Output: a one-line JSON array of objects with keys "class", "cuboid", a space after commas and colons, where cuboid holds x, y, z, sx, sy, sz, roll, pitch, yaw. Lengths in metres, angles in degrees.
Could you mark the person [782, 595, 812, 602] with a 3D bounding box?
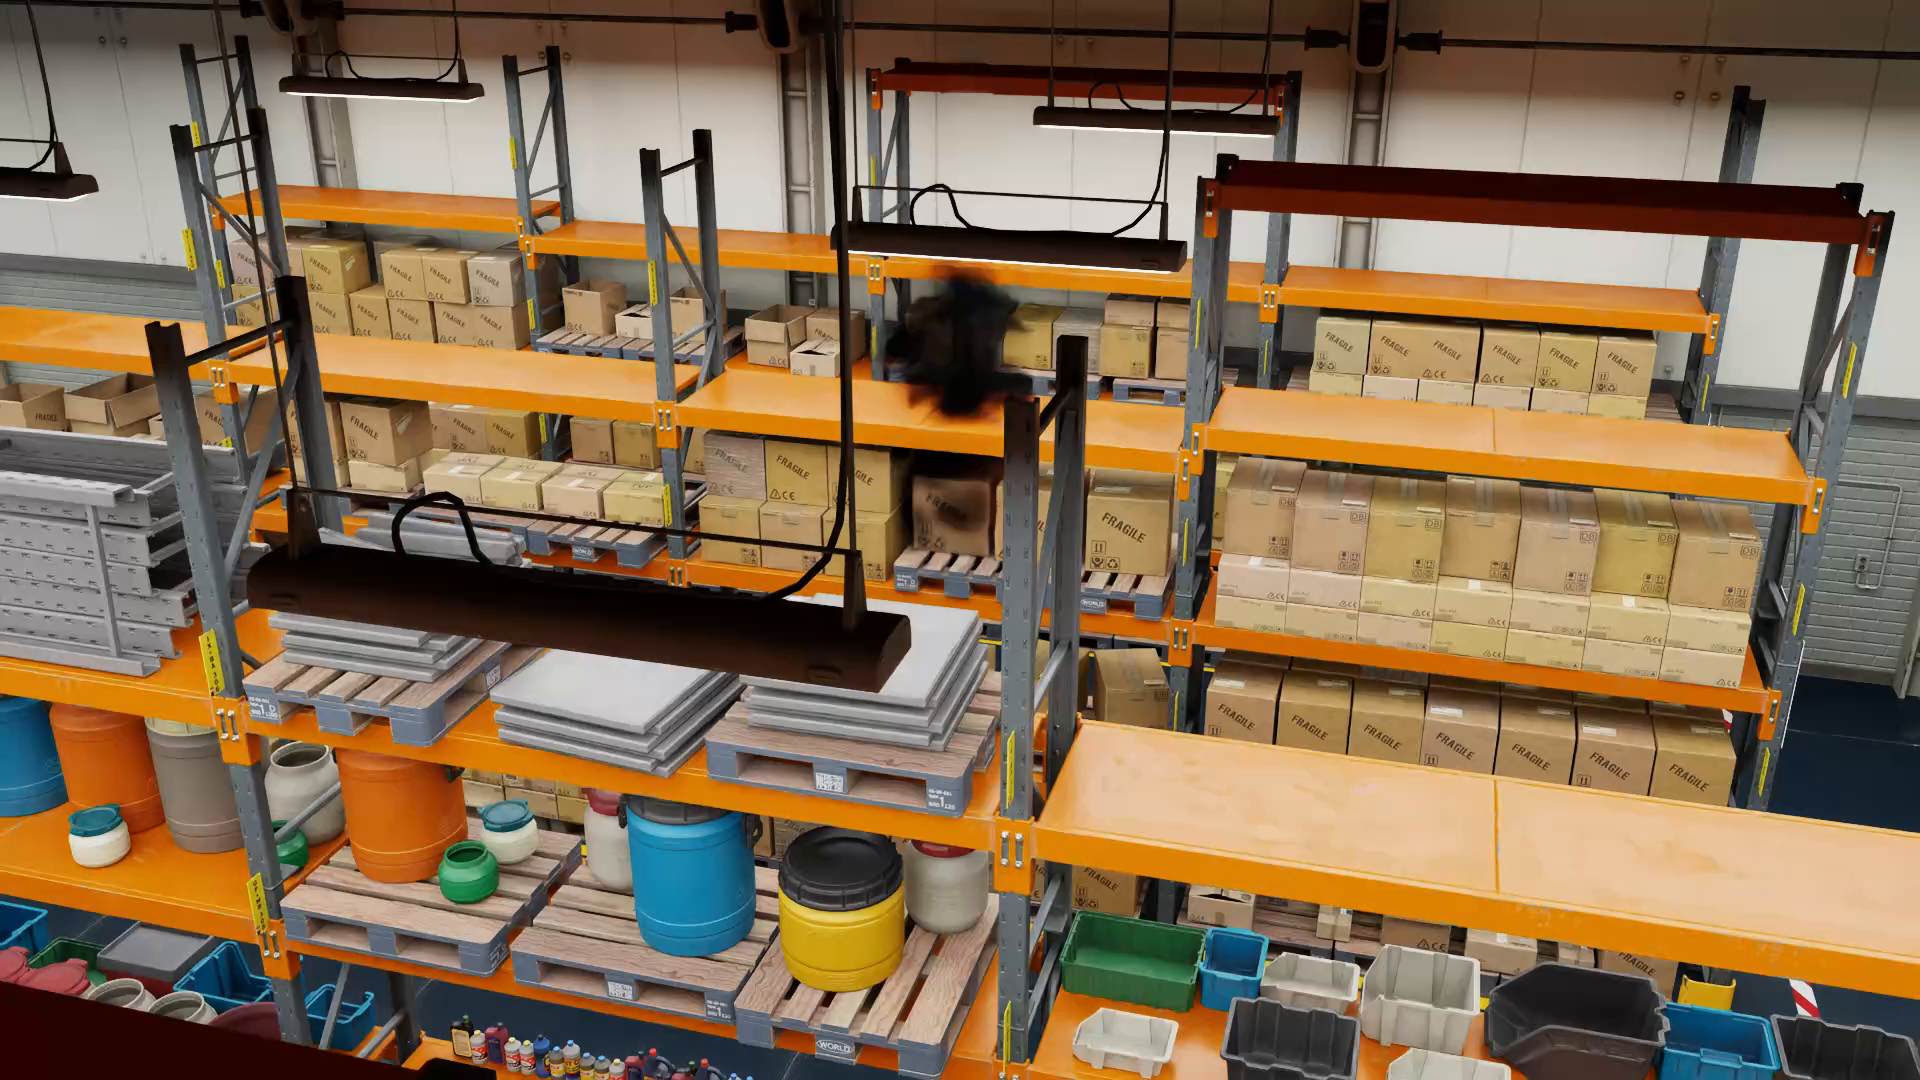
[{"class": "person", "cuboid": [-1.637, 1.024, 16.040, 0.640, 1.741, 0.699, 4, 23, 10]}]
